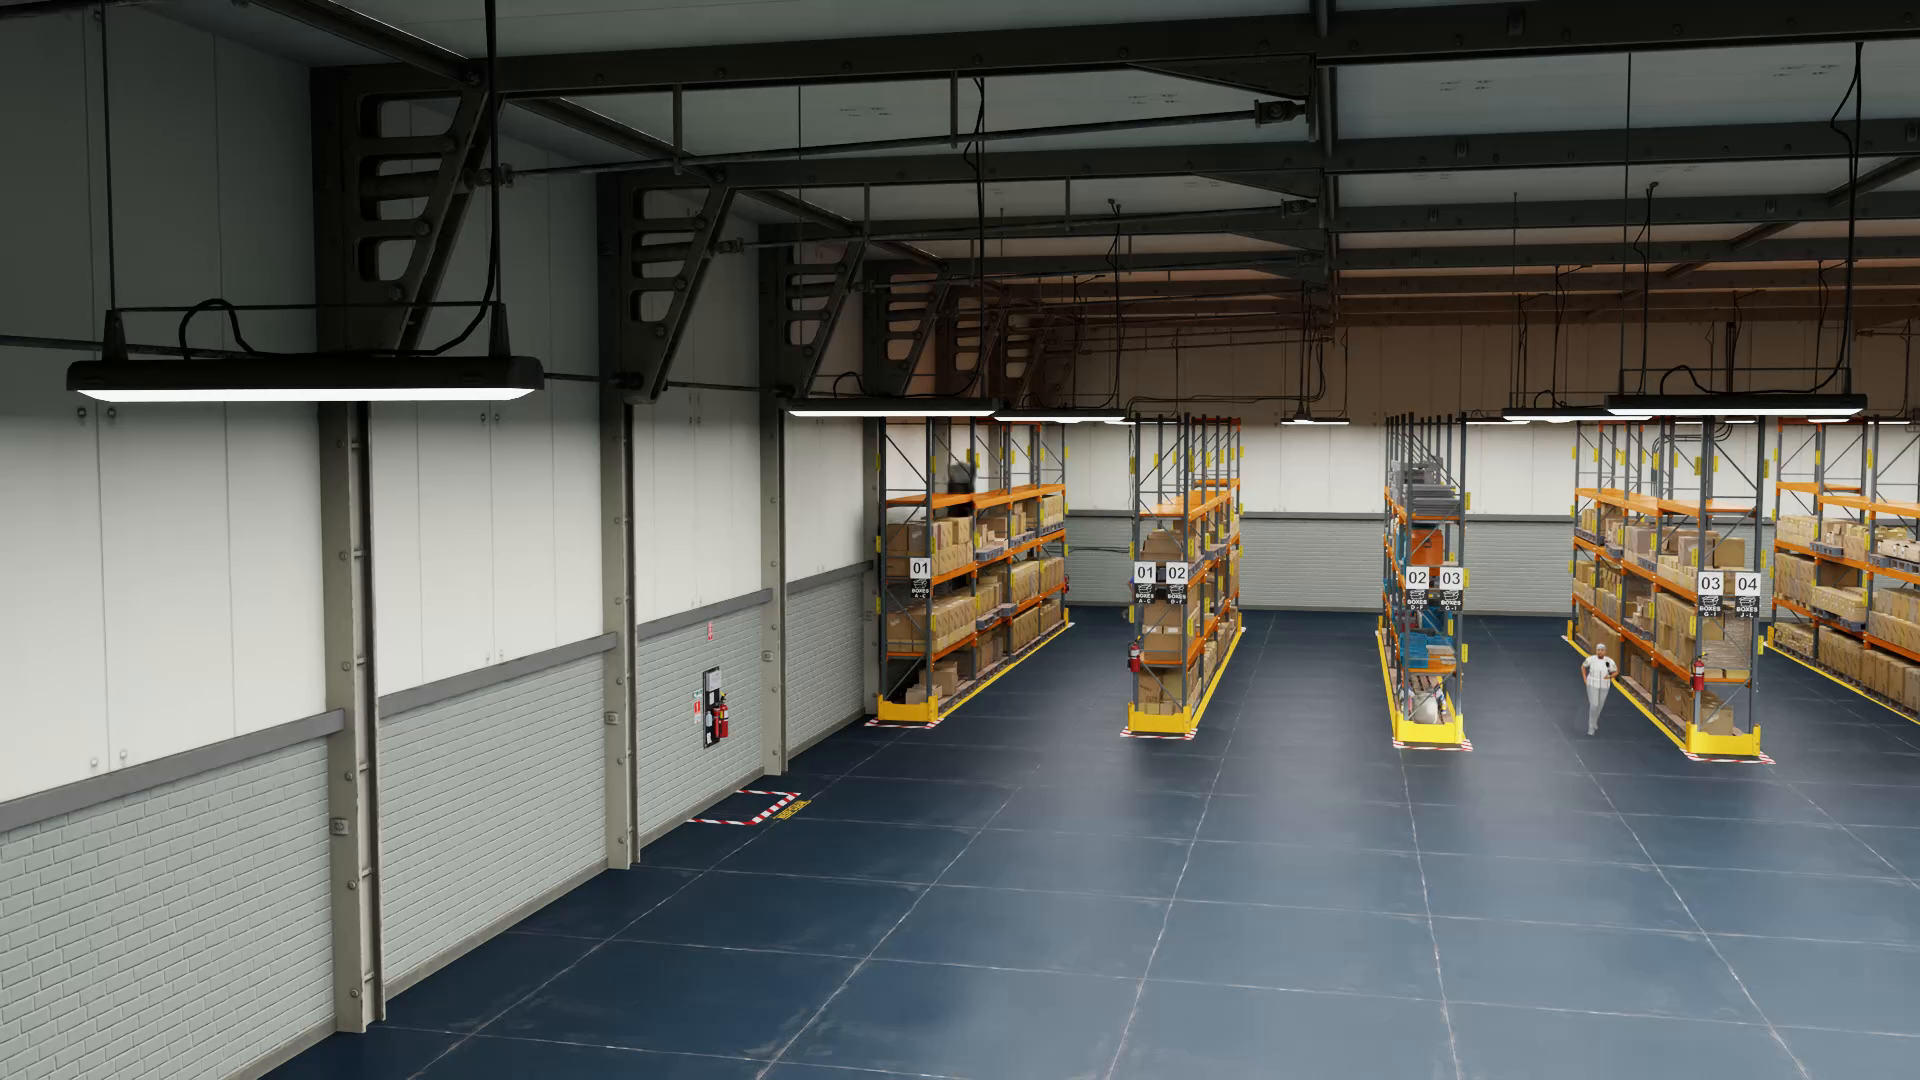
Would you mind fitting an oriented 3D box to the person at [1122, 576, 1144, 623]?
[{"bbox_3d":[5.194,1.604,48.730,0.902,1.595,0.616,3,5,35],"label":"person"}]

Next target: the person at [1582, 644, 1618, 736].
[{"bbox_3d":[11.988,2.795,31.155,0.611,1.735,0.710,1,4,8],"label":"person"}]
